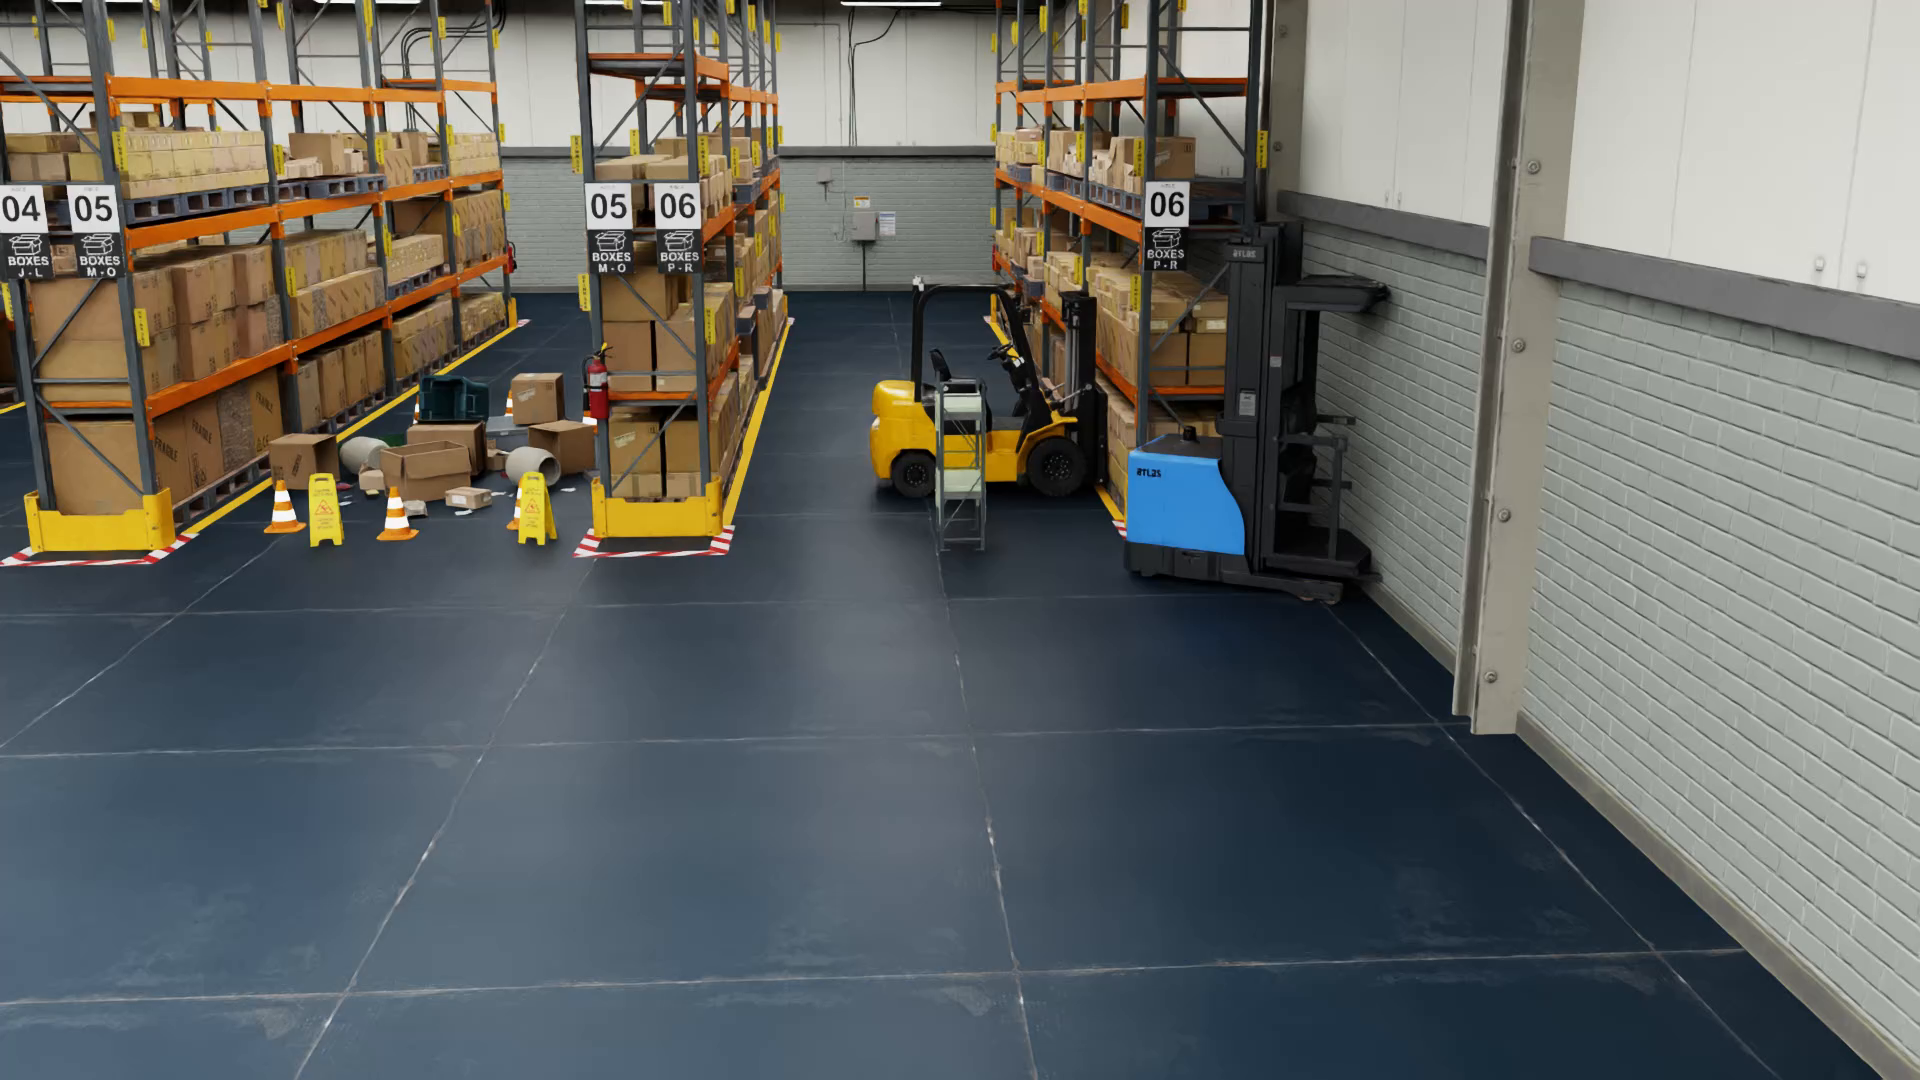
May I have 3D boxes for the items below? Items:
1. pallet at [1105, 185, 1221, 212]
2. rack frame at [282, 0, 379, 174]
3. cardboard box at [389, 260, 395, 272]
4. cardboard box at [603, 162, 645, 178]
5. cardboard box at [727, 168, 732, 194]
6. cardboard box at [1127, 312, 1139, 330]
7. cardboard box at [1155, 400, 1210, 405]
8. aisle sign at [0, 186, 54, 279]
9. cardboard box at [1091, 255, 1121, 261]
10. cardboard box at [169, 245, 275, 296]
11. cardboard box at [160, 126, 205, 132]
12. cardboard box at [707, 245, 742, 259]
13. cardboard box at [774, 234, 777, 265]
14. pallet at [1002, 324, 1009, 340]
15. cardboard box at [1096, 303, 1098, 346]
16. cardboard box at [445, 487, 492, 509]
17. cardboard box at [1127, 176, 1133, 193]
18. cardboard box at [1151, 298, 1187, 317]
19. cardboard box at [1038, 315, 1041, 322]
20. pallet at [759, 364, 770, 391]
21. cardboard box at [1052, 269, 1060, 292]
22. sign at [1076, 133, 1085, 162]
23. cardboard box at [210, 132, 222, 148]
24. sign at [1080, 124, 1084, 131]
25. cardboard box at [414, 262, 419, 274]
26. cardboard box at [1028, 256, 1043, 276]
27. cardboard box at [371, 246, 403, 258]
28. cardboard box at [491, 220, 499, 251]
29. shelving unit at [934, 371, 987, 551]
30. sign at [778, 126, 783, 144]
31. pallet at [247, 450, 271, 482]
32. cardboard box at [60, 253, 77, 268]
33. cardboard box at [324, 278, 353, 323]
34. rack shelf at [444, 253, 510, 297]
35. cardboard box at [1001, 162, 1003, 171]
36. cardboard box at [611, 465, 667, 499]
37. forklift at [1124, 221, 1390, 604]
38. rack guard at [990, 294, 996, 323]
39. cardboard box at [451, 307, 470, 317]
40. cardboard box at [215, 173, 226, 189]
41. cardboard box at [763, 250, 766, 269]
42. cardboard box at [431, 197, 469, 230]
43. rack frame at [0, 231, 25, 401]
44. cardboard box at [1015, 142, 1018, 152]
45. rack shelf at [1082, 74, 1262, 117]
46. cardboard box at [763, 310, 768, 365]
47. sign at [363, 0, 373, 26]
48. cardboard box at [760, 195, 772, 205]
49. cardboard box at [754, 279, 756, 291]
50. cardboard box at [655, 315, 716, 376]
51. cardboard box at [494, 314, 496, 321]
[{"bbox_3d":[2.054,-3.474,16.890,1.003,0.211,1.213,-1,14,-3],"label":"pallet"},{"bbox_3d":[-8.234,-6.300,21.675,1.000,3.000,0.127,-1,14,-3],"label":"rack frame"},{"bbox_3d":[-8.082,-3.811,23.105,0.380,0.149,0.250,0,14,-1],"label":"cardboard box"},{"bbox_3d":[-3.131,-3.431,15.449,0.380,0.149,0.250,-1,14,-4],"label":"cardboard box"},{"bbox_3d":[-2.755,-3.919,18.146,0.500,0.250,0.500,-1,14,-4],"label":"cardboard box"},{"bbox_3d":[1.804,-2.091,15.856,0.380,0.149,0.250,-1,14,-3],"label":"cardboard box"},{"bbox_3d":[2.254,-1.311,16.994,0.500,0.250,0.500,-1,14,-4],"label":"cardboard box"},{"bbox_3d":[-8.033,-2.641,14.279,0.394,0.787,0.004,-1,14,-3],"label":"aisle sign"},{"bbox_3d":[1.960,-3.729,22.223,0.380,0.149,0.250,-1,14,-3],"label":"cardboard box"},{"bbox_3d":[-7.997,-2.903,18.044,0.875,0.550,0.550,-1,14,-3],"label":"cardboard box"},{"bbox_3d":[-13.600,-6.957,29.005,0.700,0.500,0.500,-2,15,-7],"label":"cardboard box"},{"bbox_3d":[-2.728,-3.333,19.244,0.380,0.149,0.250,-1,14,-4],"label":"cardboard box"},{"bbox_3d":[-3.366,-4.909,28.108,0.500,0.500,0.500,-1,14,-3],"label":"cardboard box"},{"bbox_3d":[1.286,-3.692,29.178,1.003,0.211,1.213,-1,14,-3],"label":"pallet"},{"bbox_3d":[1.718,-2.383,18.292,0.500,0.500,0.500,-1,14,-2],"label":"cardboard box"},{"bbox_3d":[-4.901,-0.420,16.584,0.380,0.149,0.250,7,16,26],"label":"cardboard box"},{"bbox_3d":[1.796,-3.368,15.761,0.380,0.149,0.250,-1,14,-5],"label":"cardboard box"},{"bbox_3d":[1.918,-2.176,15.589,0.380,0.149,0.250,-1,14,-3],"label":"cardboard box"},{"bbox_3d":[1.364,-3.261,24.777,0.380,0.149,0.250,-1,14,-4],"label":"cardboard box"},{"bbox_3d":[-3.273,-2.343,23.931,1.003,0.211,1.213,-1,14,-3],"label":"pallet"},{"bbox_3d":[1.482,-3.374,21.640,0.500,0.250,0.500,-1,14,-5],"label":"cardboard box"},{"bbox_3d":[1.361,-4.423,18.733,0.100,0.325,0.005,-1,14,-3],"label":"sign"},{"bbox_3d":[-7.568,-3.969,16.495,0.380,0.149,0.250,-1,14,-4],"label":"cardboard box"},{"bbox_3d":[1.960,-6.471,26.534,0.100,0.325,0.005,-1,14,-3],"label":"sign"},{"bbox_3d":[-8.159,-3.985,24.379,0.380,0.149,0.250,-1,14,-5],"label":"cardboard box"},{"bbox_3d":[1.266,-3.961,24.085,0.500,0.250,0.500,-2,15,-6],"label":"cardboard box"},{"bbox_3d":[-8.115,-4.076,23.538,0.380,0.149,0.250,-1,15,-6],"label":"cardboard box"},{"bbox_3d":[-8.418,-5.340,29.188,0.500,0.500,0.500,-1,14,-4],"label":"cardboard box"},{"bbox_3d":[0.000,-0.725,15.057,0.431,1.500,0.755,-1,14,-3],"label":"shelving unit"},{"bbox_3d":[-3.253,-7.333,30.095,0.100,0.325,0.005,-1,14,-3],"label":"sign"},{"bbox_3d":[-8.017,-0.859,18.164,1.003,0.211,1.213,-1,14,-3],"label":"pallet"},{"bbox_3d":[-13.047,-3.896,24.173,0.500,0.500,0.500,-1,14,-3],"label":"cardboard box"},{"bbox_3d":[-7.841,-2.959,20.530,0.500,0.500,0.500,-1,14,-3],"label":"cardboard box"},{"bbox_3d":[-8.605,-4.538,28.311,1.077,0.370,4.000,-1,14,-3],"label":"rack shelf"},{"bbox_3d":[0.924,-6.554,29.186,0.380,0.149,0.250,-1,14,-4],"label":"cardboard box"},{"bbox_3d":[-3.124,-0.581,16.163,0.500,0.250,0.500,-1,14,-4],"label":"cardboard box"},{"bbox_3d":[2.940,-1.058,13.479,3.031,2.935,1.130,7,16,25],"label":"forklift"},{"bbox_3d":[1.164,-4.333,31.089,1.175,0.500,0.348,-1,14,-3],"label":"rack guard"},{"bbox_3d":[-8.358,-3.785,27.625,0.380,0.149,0.250,-1,14,-5],"label":"cardboard box"},{"bbox_3d":[-7.564,-3.580,16.585,0.380,0.149,0.250,-1,14,-4],"label":"cardboard box"},{"bbox_3d":[-3.152,-4.174,24.751,0.500,0.250,0.500,-1,14,-2],"label":"cardboard box"},{"bbox_3d":[-8.314,-5.310,27.065,0.500,0.500,0.500,-1,14,-5],"label":"cardboard box"},{"bbox_3d":[-13.190,-3.343,22.222,1.000,3.000,0.127,-1,14,-3],"label":"rack frame"},{"bbox_3d":[1.048,-6.085,25.724,0.380,0.149,0.250,-1,14,-4],"label":"cardboard box"},{"bbox_3d":[2.026,-4.444,16.711,1.077,0.370,4.000,-1,14,-3],"label":"rack shelf"},{"bbox_3d":[-3.310,-3.065,24.564,0.875,0.875,0.875,-1,14,-3],"label":"cardboard box"},{"bbox_3d":[-7.680,-6.838,21.575,0.100,0.325,0.005,-1,14,-3],"label":"sign"},{"bbox_3d":[-3.339,-5.676,27.780,0.380,0.149,0.250,-1,14,-5],"label":"cardboard box"},{"bbox_3d":[-2.895,-3.372,21.998,0.380,0.149,0.250,-1,14,-4],"label":"cardboard box"},{"bbox_3d":[-2.556,-1.821,15.509,0.500,0.500,0.500,-1,14,-4],"label":"cardboard box"},{"bbox_3d":[-8.441,-3.949,29.459,0.380,0.149,0.250,-1,14,-4],"label":"cardboard box"}]
